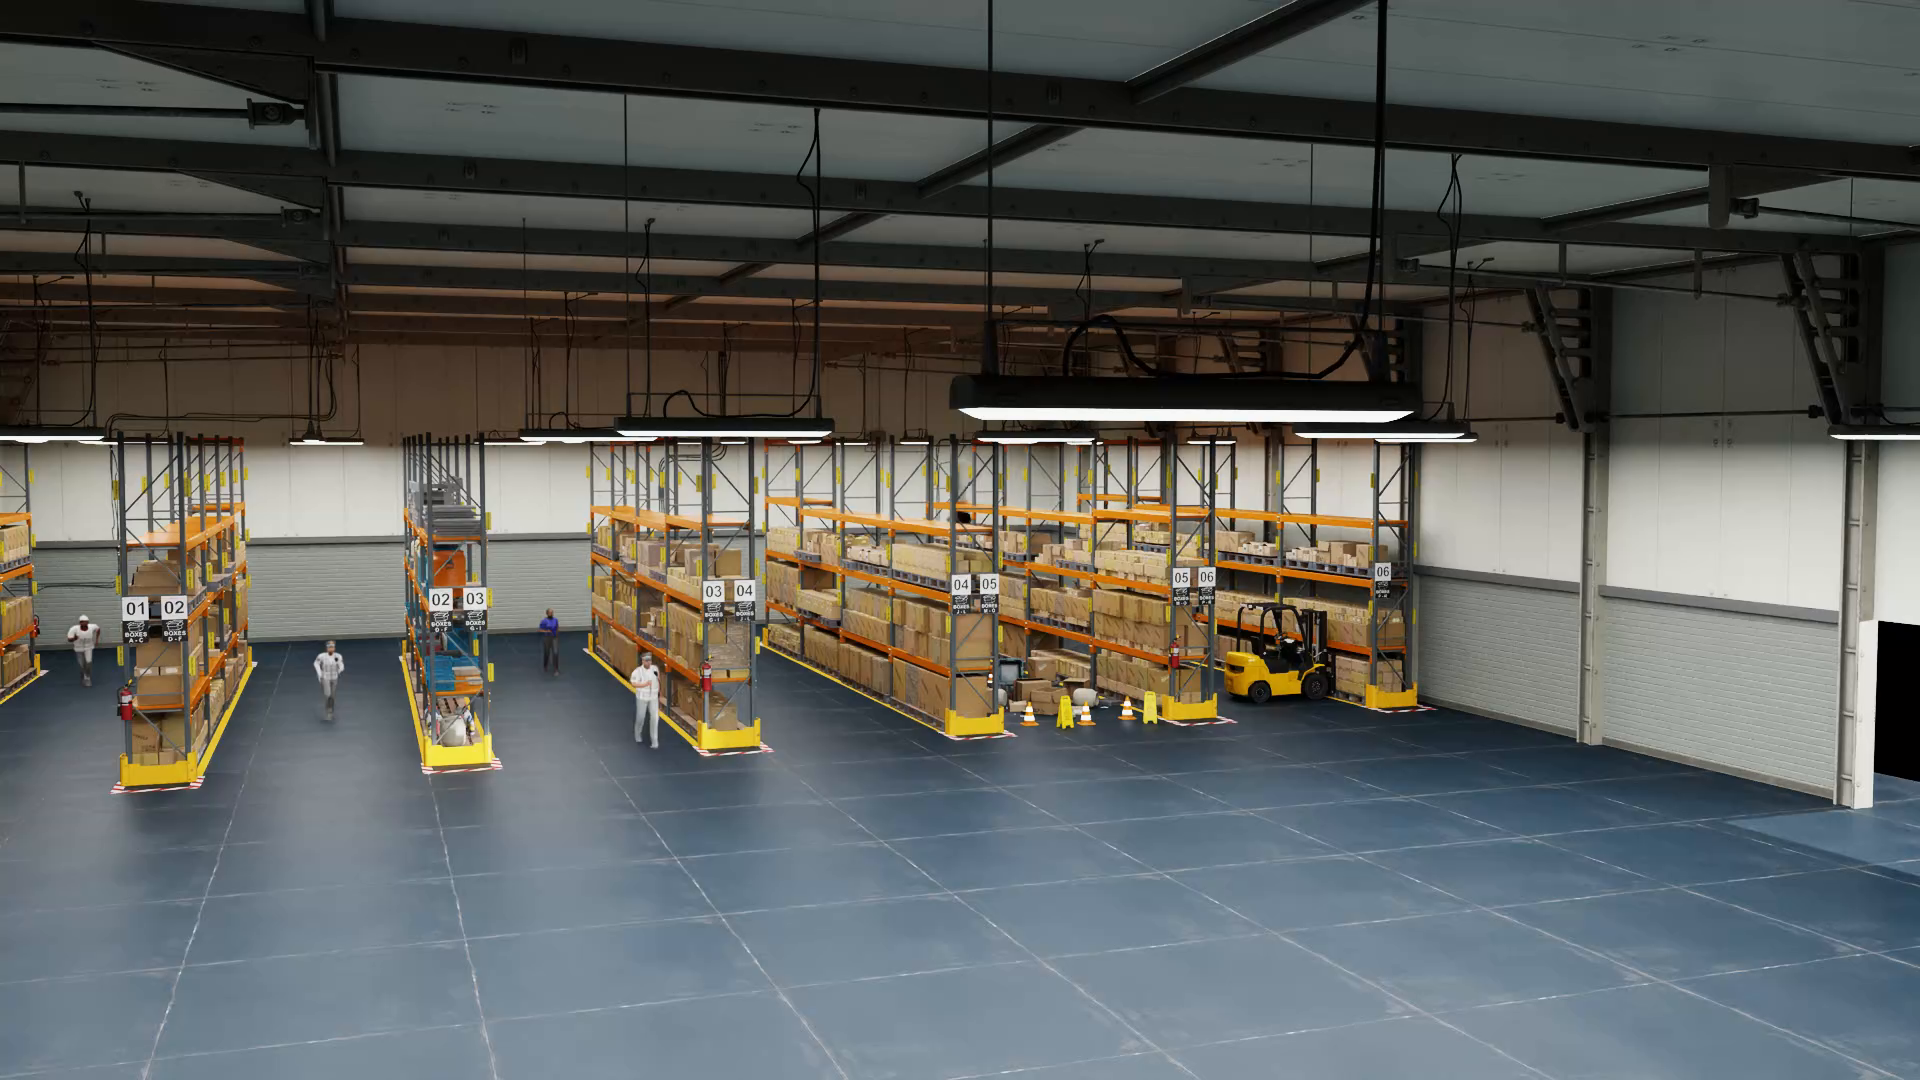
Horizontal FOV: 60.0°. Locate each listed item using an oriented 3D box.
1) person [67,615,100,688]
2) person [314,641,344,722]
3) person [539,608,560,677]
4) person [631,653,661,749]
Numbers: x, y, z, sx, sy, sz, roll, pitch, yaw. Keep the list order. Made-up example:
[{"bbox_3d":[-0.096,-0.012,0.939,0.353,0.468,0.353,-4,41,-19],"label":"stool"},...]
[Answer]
[{"bbox_3d":[-20.954,2.655,39.778,0.683,1.749,0.928,-1,3,-25],"label":"person"},{"bbox_3d":[-13.249,2.970,34.988,0.546,1.728,0.820,-2,4,-36],"label":"person"},{"bbox_3d":[-10.338,2.565,41.879,0.569,1.696,0.851,-2,4,-28],"label":"person"},{"bbox_3d":[-6.033,3.056,31.955,0.641,1.806,0.914,-2,4,-26],"label":"person"}]
